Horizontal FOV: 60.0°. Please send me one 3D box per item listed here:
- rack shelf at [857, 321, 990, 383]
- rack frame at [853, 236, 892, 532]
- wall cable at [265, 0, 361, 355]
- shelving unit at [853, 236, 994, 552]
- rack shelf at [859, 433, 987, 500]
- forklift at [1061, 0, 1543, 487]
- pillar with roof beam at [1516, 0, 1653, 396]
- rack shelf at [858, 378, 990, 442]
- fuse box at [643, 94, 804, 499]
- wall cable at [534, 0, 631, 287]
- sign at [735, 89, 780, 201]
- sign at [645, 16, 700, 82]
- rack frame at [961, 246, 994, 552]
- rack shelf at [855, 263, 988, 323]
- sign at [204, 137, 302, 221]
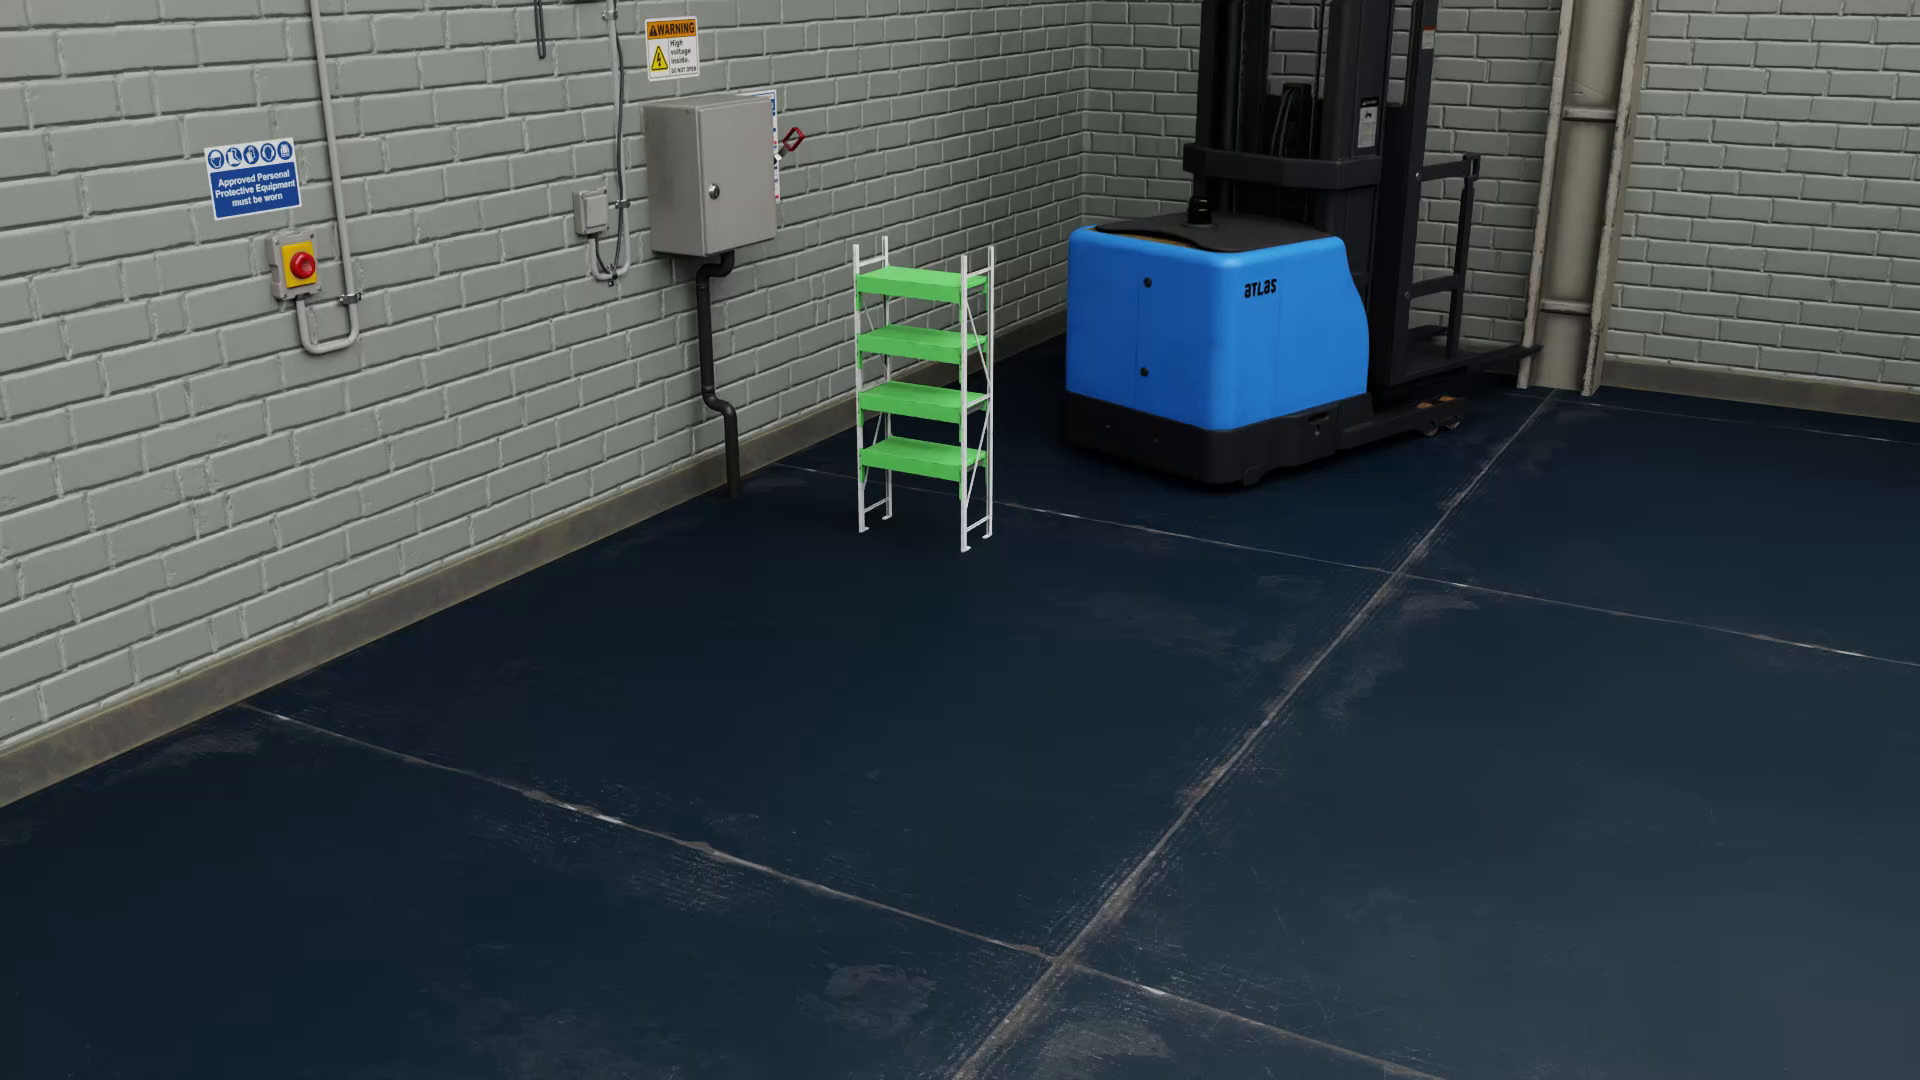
[{"bbox_3d":[-0.145,-0.757,6.676,0.480,0.148,0.258,11,23,27],"label":"rack shelf"},{"bbox_3d":[-0.358,-0.632,6.848,0.015,1.200,0.240,11,23,27],"label":"rack frame"},{"bbox_3d":[-2.117,-1.495,5.051,0.123,1.953,0.585,11,23,27],"label":"wall cable"},{"bbox_3d":[-0.145,-0.592,6.736,0.503,1.200,0.258,11,23,27],"label":"shelving unit"},{"bbox_3d":[-0.145,-0.306,6.840,0.480,0.148,0.258,11,23,27],"label":"rack shelf"},{"bbox_3d":[1.932,-2.016,8.124,3.031,2.935,1.130,-16,26,-38],"label":"forklift"},{"bbox_3d":[1.221,-3.805,4.159,0.400,9.000,9.100,11,23,27],"label":"pillar with roof beam"},{"bbox_3d":[-0.145,-0.531,6.758,0.480,0.148,0.258,11,23,27],"label":"rack shelf"},{"bbox_3d":[-0.965,-0.998,7.106,0.414,1.711,0.539,11,23,27],"label":"fuse box"},{"bbox_3d":[-1.436,-1.904,6.225,0.122,1.984,0.588,11,23,27],"label":"wall cable"},{"bbox_3d":[-0.905,-1.740,7.403,0.001,0.494,0.329,11,23,27],"label":"sign"},{"bbox_3d":[-1.173,-2.010,6.795,0.001,0.242,0.339,11,23,27],"label":"sign"},{"bbox_3d":[0.068,-0.551,6.625,0.015,1.200,0.240,11,23,27],"label":"rack frame"},{"bbox_3d":[-0.145,-0.983,6.594,0.480,0.148,0.258,11,23,27],"label":"rack shelf"},{"bbox_3d":[-2.194,-1.125,5.172,0.001,0.218,0.327,11,23,27],"label":"sign"}]
